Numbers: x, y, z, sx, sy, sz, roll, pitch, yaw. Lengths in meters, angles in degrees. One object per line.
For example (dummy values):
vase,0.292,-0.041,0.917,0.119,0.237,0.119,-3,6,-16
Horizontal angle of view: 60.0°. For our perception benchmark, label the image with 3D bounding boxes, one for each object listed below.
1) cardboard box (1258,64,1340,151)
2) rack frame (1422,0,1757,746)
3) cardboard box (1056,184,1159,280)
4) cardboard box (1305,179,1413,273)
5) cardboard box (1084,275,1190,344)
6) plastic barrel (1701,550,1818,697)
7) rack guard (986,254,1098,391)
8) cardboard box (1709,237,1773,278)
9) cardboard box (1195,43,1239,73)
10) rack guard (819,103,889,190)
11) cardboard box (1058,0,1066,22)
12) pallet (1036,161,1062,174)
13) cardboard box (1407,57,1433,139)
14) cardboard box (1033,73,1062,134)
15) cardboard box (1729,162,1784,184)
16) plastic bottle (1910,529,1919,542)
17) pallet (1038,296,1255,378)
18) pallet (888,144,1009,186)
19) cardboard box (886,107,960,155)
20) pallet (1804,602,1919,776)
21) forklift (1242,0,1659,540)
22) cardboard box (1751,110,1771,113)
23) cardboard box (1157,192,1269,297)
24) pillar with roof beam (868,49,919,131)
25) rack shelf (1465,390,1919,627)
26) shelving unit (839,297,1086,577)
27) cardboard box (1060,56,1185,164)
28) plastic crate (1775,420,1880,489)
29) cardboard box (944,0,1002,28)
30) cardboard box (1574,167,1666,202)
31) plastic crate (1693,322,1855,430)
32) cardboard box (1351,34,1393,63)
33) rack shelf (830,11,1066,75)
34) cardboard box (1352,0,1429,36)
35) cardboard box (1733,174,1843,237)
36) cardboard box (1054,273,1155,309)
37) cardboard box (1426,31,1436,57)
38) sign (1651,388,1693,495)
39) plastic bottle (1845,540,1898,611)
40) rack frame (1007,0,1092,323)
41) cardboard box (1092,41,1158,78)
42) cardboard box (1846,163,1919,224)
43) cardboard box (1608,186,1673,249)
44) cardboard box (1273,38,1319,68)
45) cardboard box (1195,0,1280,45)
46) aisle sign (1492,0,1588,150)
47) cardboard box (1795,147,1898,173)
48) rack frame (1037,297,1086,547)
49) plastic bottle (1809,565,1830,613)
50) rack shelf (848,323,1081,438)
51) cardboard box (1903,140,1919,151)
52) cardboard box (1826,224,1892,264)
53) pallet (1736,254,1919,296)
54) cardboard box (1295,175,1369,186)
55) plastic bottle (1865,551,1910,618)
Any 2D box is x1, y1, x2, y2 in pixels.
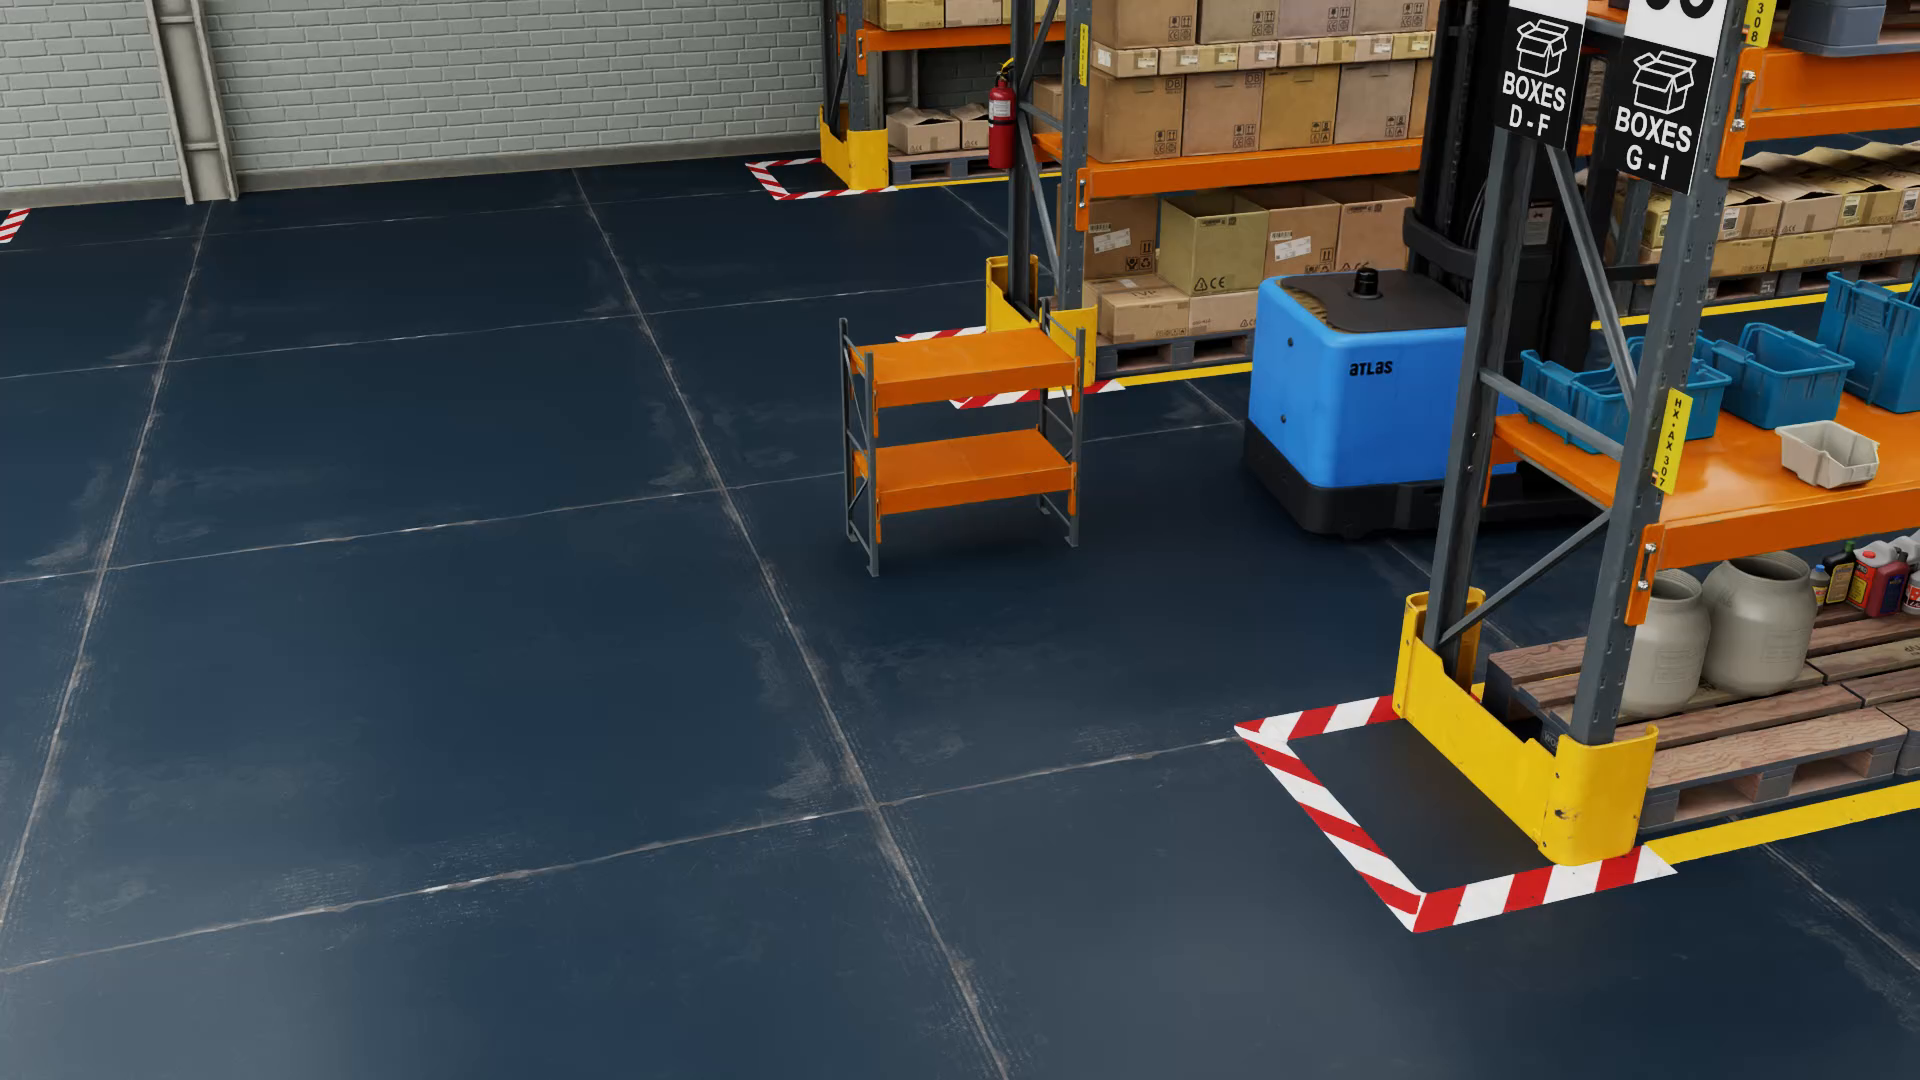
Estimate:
cardboard box,1.941,-2.754,10.313,0.500,0.500,0.700,-8,28,-16
rack frame,2.051,-0.416,5.714,0.127,3.000,1.000,-8,28,-16
cardboard box,0.939,-2.003,10.687,0.500,0.500,0.500,-8,28,-16
cardboard box,2.527,-1.988,10.658,0.500,0.500,0.500,-8,28,-16
cardboard box,1.100,-1.447,10.411,0.500,0.250,0.500,-8,28,-16
plastic barrel,3.130,0.319,6.560,0.421,0.512,0.421,0,26,0
rack guard,0.498,-1.388,10.483,0.348,0.500,1.175,-8,28,-16
cardboard box,5.271,-2.038,11.603,0.500,0.250,0.500,-8,27,-15
cardboard box,1.448,-2.880,9.836,0.250,0.149,0.380,-8,28,-16
rack guard,-0.944,-3.495,14.728,0.348,0.500,1.175,-8,28,-16
cardboard box,1.003,-4.693,14.476,0.500,0.250,0.500,-8,28,-16
pallet,0.997,-3.629,15.323,1.213,0.211,1.003,-8,28,-16
cardboard box,2.927,-2.900,10.605,0.500,0.500,0.700,-8,27,-15
cardboard box,0.924,-3.898,15.044,0.500,0.500,0.700,-10,28,-19
cardboard box,5.589,-2.588,12.079,0.500,0.311,0.500,-8,28,-16
plastic bottle,4.198,0.069,7.222,0.185,0.351,0.144,-7,27,-14
pallet,1.235,-1.385,10.801,1.213,0.211,1.003,-8,28,-16
pallet,-0.161,-3.463,14.988,1.213,0.211,1.003,-8,28,-16
cardboard box,-0.331,-3.654,14.767,0.500,0.311,0.500,-12,29,-22
pallet,4.041,0.527,6.951,1.213,0.211,1.003,-8,28,-16
forklift,3.092,-1.628,8.233,3.031,2.935,1.130,-5,27,-10
cardboard box,5.230,-2.984,11.171,0.250,0.149,0.380,-8,28,-16
cardboard box,1.575,-1.852,10.385,0.500,0.500,0.500,-8,28,-16
pillar with roof beam,0.714,-5.933,10.082,0.400,9.000,9.100,-8,28,-16
rack shelf,3.953,-0.369,6.429,4.000,0.370,1.077,-8,28,-16
shelving unit,0.006,-0.505,8.002,1.048,1.125,0.538,-8,28,-16
cardboard box,0.969,-2.614,10.030,0.500,0.500,0.700,-8,28,-16
plastic crate,3.002,-0.285,5.747,0.250,0.136,0.298,-8,28,-16
cardboard box,0.035,-4.557,14.202,0.500,0.250,0.500,-9,28,-18
cardboard box,4.621,-2.446,11.793,0.500,0.311,0.500,-8,28,-16
plastic crate,3.054,-0.632,6.316,0.408,0.251,0.499,-8,28,-16
cardboard box,2.422,-3.020,10.118,0.250,0.149,0.380,-8,27,-16
rack shelf,0.885,-4.558,14.866,4.000,0.370,1.077,-8,28,-16
cardboard box,2.473,-3.416,10.186,0.500,0.500,0.700,-8,28,-16
cardboard box,5.764,-2.359,11.618,0.500,0.311,0.500,-9,28,-18
cardboard box,0.939,-1.666,10.852,0.500,0.250,0.500,-8,28,-16
cardboard box,2.924,-3.094,10.268,0.250,0.149,0.380,-7,27,-15
sign,2.217,-0.306,5.183,0.005,0.325,0.100,-8,28,-16
plastic bottle,3.910,0.146,7.151,0.135,0.276,0.152,-8,28,-16
rack frame,0.521,-2.511,9.934,0.127,3.000,1.000,-8,28,-16
cardboard box,0.961,-2.809,9.693,0.250,0.149,0.380,-8,28,-16
cardboard box,6.733,-2.501,11.904,0.500,0.311,0.500,-8,28,-16
cardboard box,4.794,-2.221,11.339,0.500,0.311,0.500,-8,28,-16
cardboard box,1.942,-2.952,9.980,0.250,0.149,0.380,-9,28,-18
cardboard box,1.517,-3.277,9.907,0.500,0.500,0.700,-9,28,-17
aisle sign,1.891,-1.696,5.369,0.004,0.787,0.394,-8,28,-16
cardboard box,6.556,-2.727,12.358,0.500,0.311,0.500,-9,28,-17
rack frame,0.490,-0.575,8.143,0.032,1.125,0.500,-8,28,-16
plastic bottle,3.662,0.202,7.121,0.097,0.201,0.097,0,26,0
rack shelf,0.006,-0.767,7.872,1.000,0.278,0.538,-8,28,-16
cardboard box,7.539,-2.872,12.651,0.500,0.311,0.500,-7,27,-14
cardboard box,6.247,-2.181,11.889,0.500,0.250,0.500,-8,27,-15
pallet,6.175,-2.100,12.242,1.213,0.211,1.003,-8,28,-16
cardboard box,2.361,-2.215,11.115,0.500,0.500,0.500,-8,28,-16
plastic bottle,3.943,0.187,7.059,0.133,0.283,0.061,-8,28,-16
